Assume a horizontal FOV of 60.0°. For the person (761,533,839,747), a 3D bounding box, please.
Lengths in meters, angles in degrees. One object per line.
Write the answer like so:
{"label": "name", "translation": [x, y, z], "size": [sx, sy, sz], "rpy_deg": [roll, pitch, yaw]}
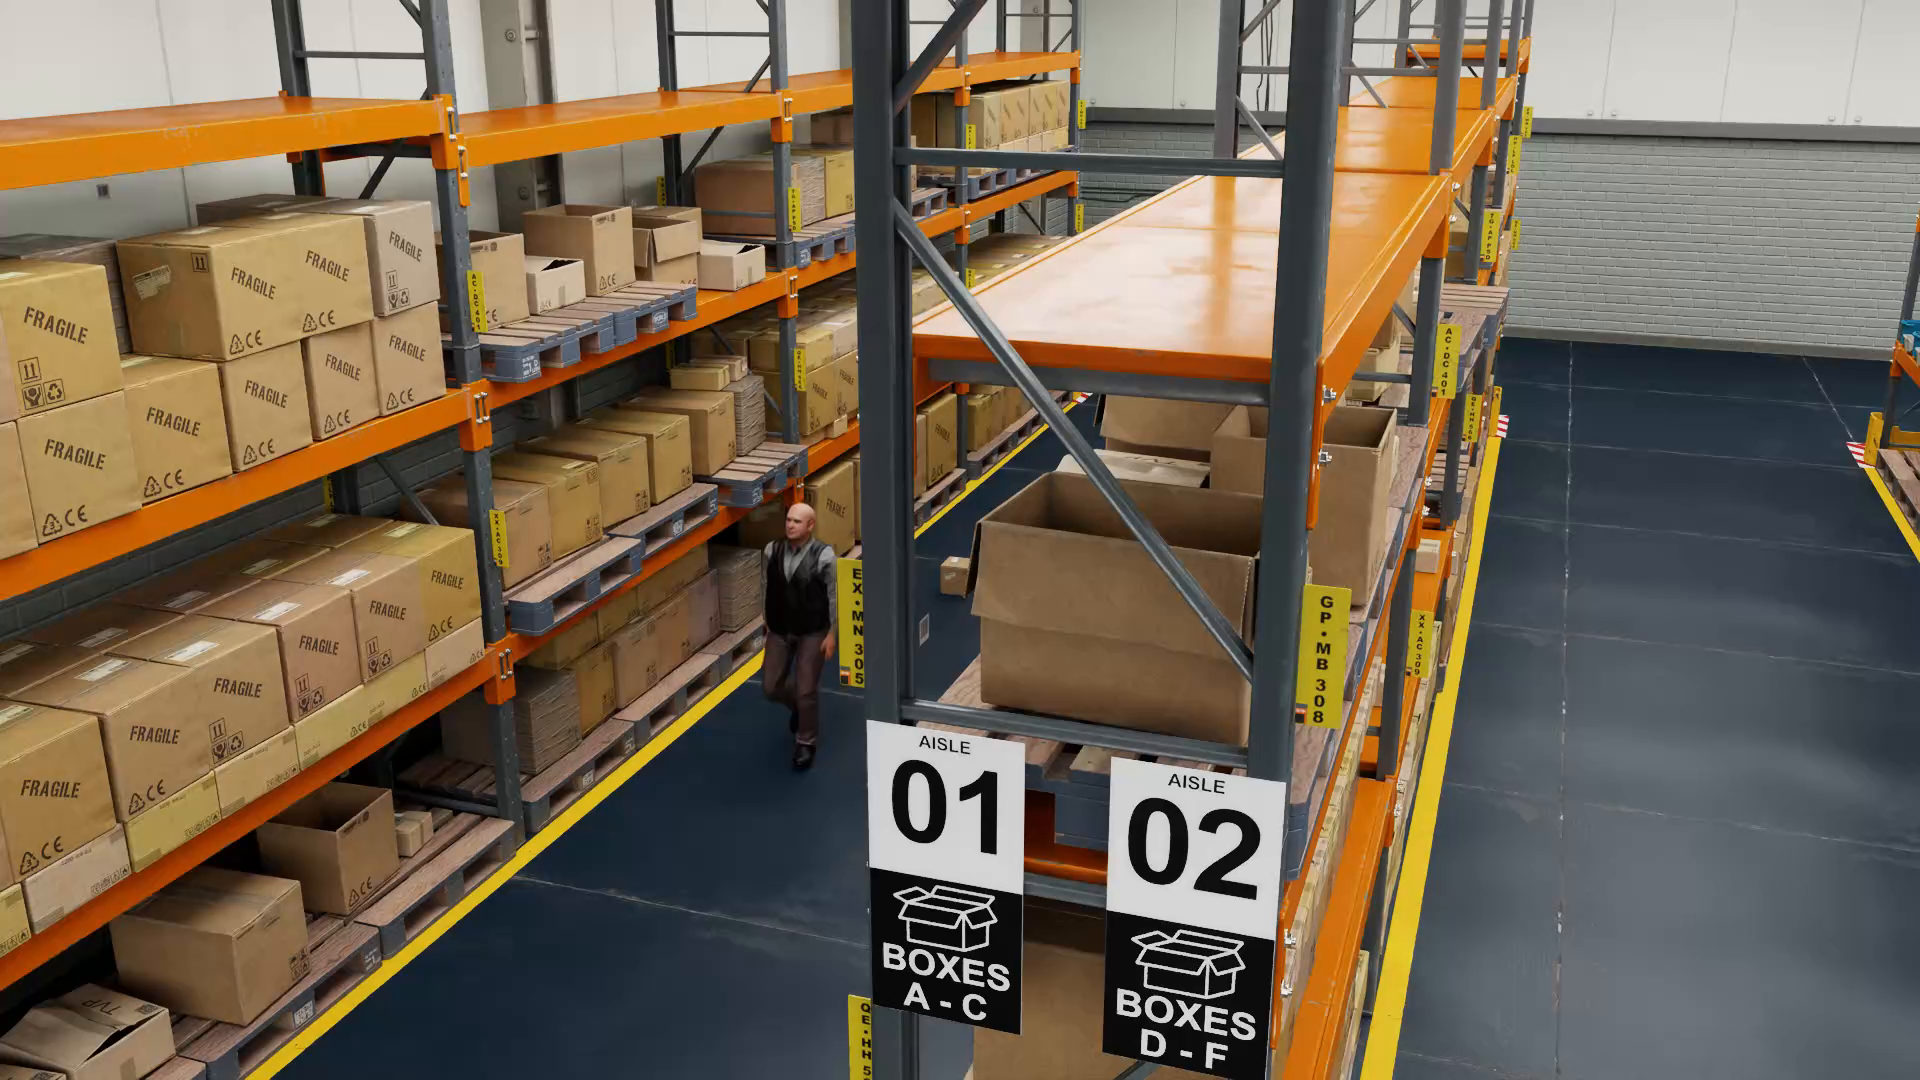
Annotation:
{"label": "person", "translation": [-1.039, 0.651, 10.827], "size": [0.539, 1.450, 0.484], "rpy_deg": [5, 19, 15]}
